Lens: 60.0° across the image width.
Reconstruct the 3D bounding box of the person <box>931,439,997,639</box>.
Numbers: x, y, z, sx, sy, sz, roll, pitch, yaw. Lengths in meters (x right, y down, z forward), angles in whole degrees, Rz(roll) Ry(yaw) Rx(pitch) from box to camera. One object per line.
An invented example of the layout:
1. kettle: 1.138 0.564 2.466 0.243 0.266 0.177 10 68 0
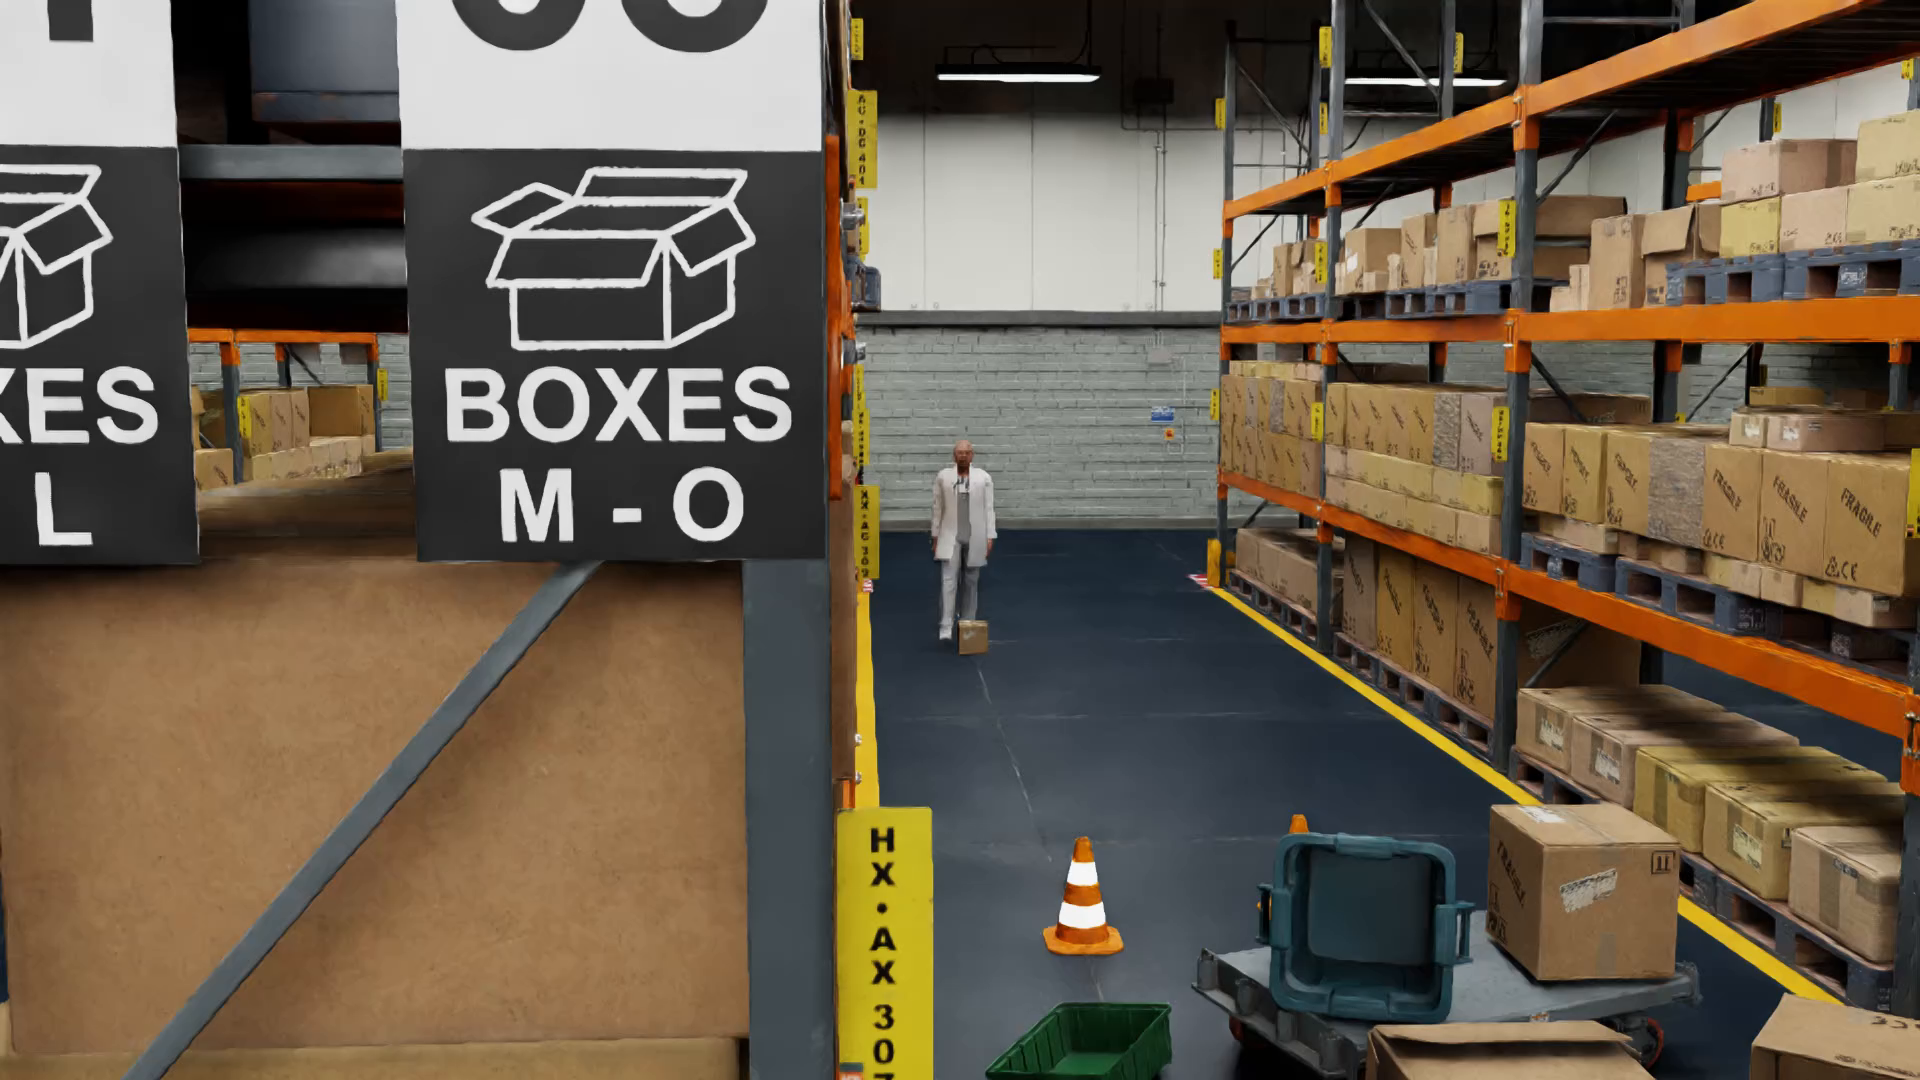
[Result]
1. person: 0.044 -0.001 14.740 0.586 1.766 0.829 0 7 -4
